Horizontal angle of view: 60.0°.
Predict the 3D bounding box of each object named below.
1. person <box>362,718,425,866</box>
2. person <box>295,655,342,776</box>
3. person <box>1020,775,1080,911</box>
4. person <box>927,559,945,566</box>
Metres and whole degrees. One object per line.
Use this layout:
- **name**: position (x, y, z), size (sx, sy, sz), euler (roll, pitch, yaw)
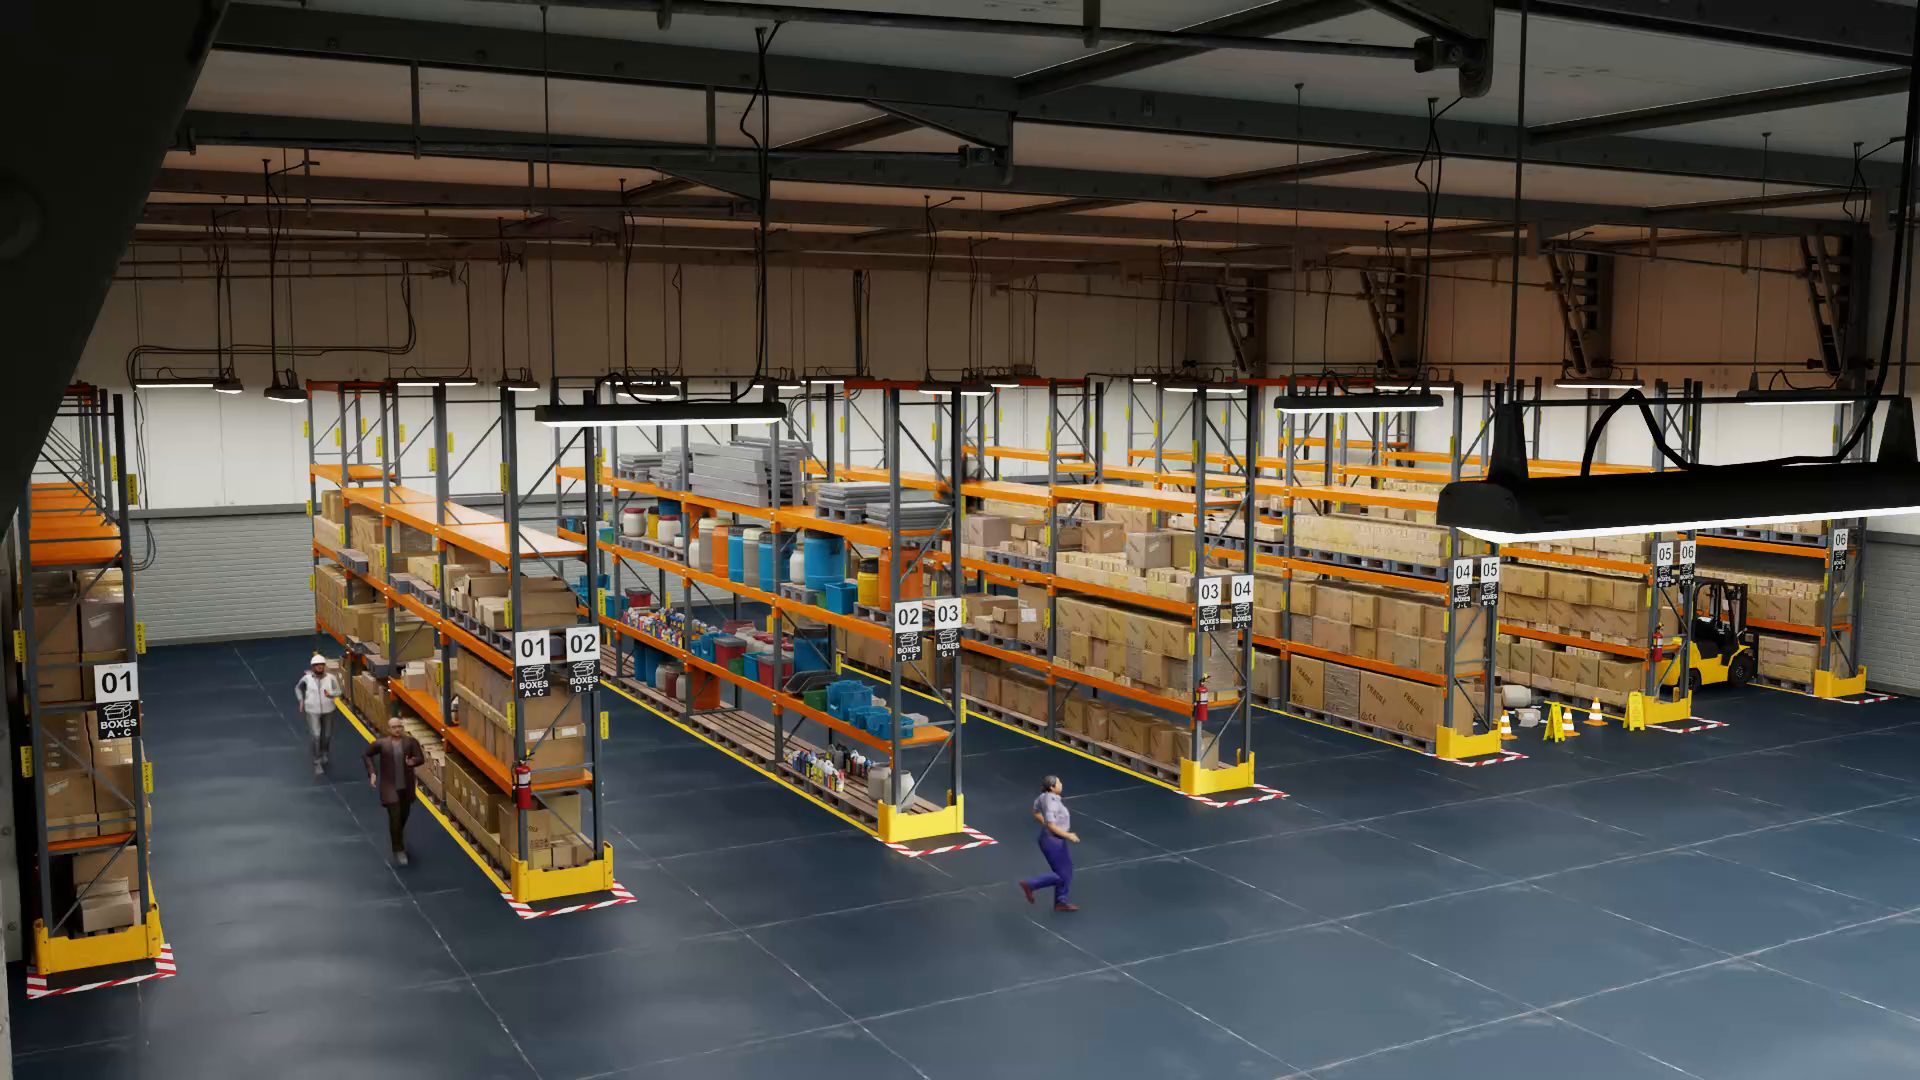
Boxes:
- **person**: position (-7.204, 3.166, 21.275), size (0.686, 1.809, 0.988), euler (-4, 8, -36)
- **person**: position (-9.968, 2.622, 25.885), size (0.635, 1.685, 0.796), euler (-4, 7, -31)
- **person**: position (1.029, 3.507, 19.195), size (0.720, 1.608, 0.615), euler (-1, 6, -9)
- **person**: position (-0.738, 1.080, 41.600), size (0.873, 1.669, 0.539), euler (5, 8, 38)
